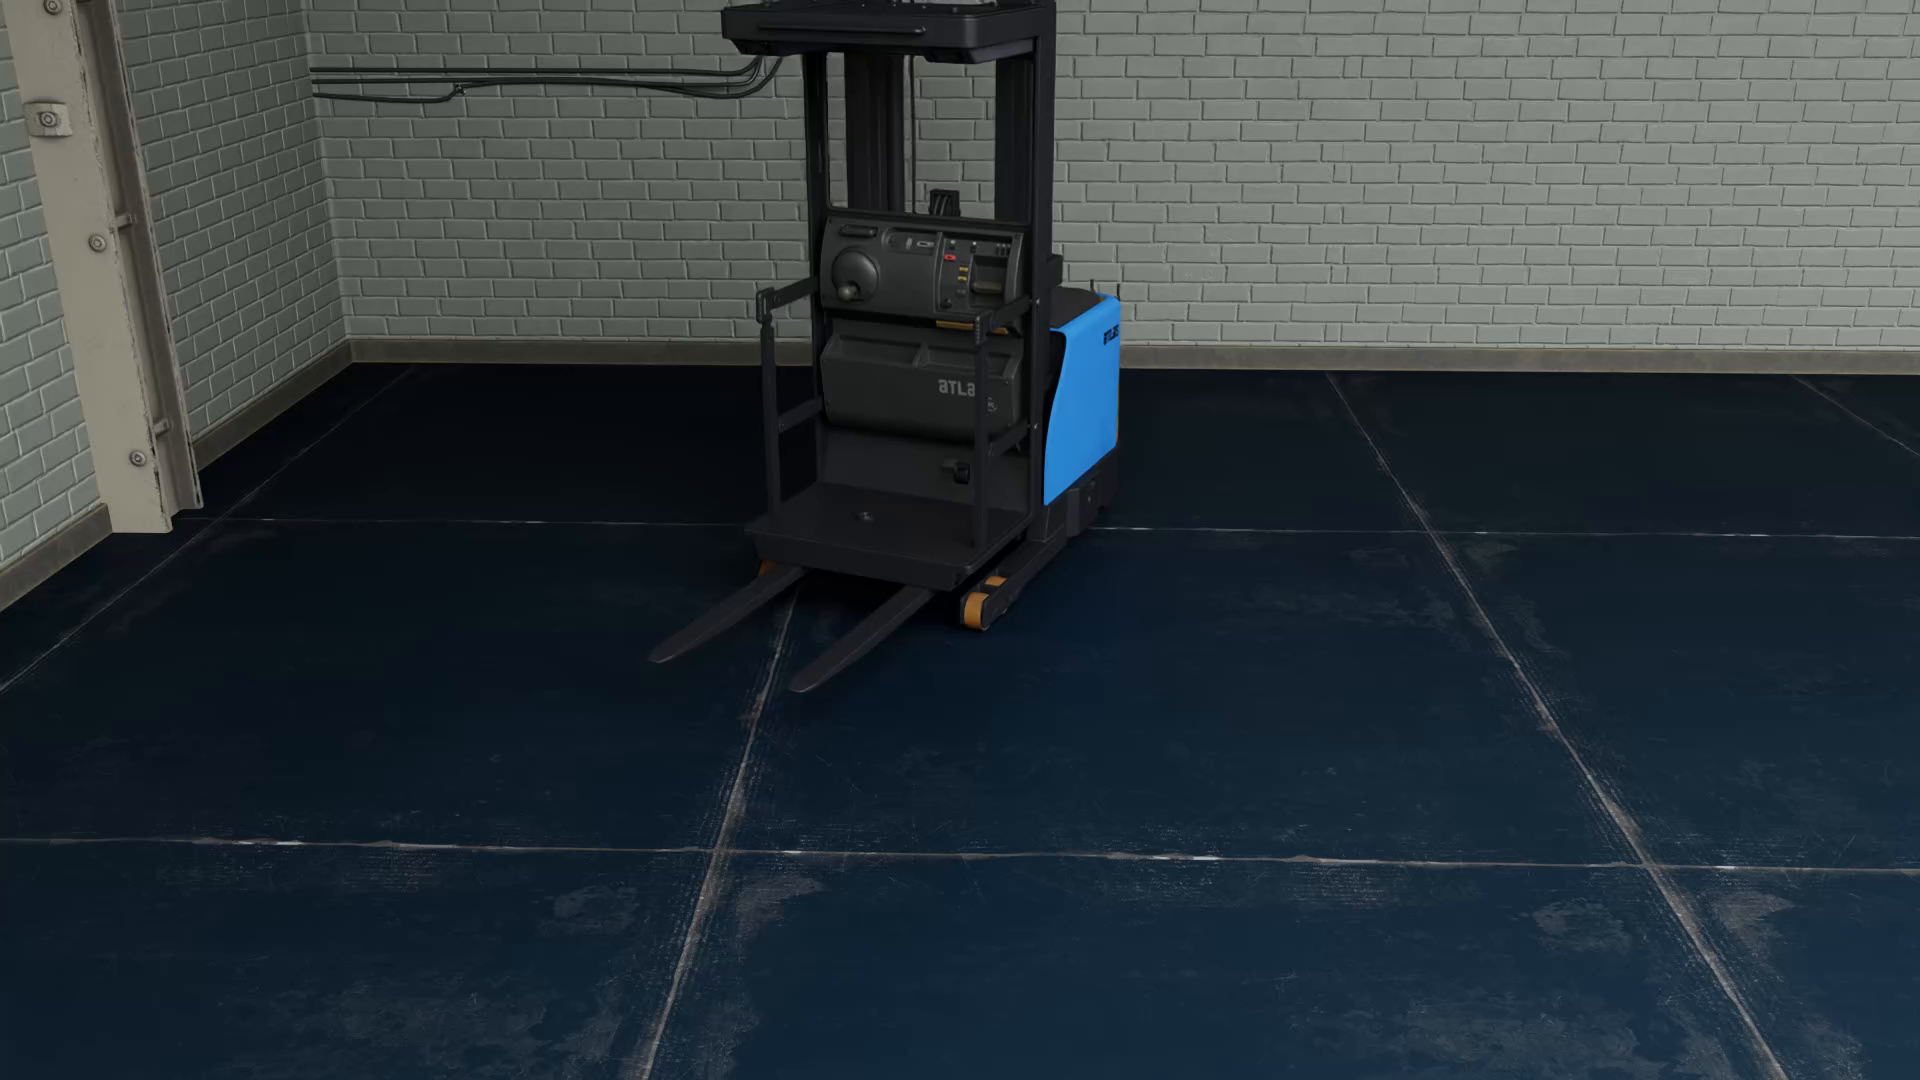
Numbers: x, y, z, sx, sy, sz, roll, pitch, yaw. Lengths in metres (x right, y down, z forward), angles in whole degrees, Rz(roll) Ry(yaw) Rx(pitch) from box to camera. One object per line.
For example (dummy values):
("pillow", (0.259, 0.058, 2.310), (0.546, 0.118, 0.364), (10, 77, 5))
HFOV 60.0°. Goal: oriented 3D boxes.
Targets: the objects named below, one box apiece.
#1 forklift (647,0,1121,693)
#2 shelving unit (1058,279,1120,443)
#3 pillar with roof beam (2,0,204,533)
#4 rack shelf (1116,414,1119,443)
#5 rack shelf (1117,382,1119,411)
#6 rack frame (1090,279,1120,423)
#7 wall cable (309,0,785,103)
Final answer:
("forklift", (-0.258, -1.158, 6.962), (1.130, 2.935, 3.031), (9, 23, 22))
("shelving unit", (0.667, -0.804, 8.640), (0.252, 1.050, 0.215), (-19, 26, -40))
("pillar with roof beam", (0.287, -4.256, 6.558), (9.100, 9.000, 0.400), (1, 21, 2))
("rack shelf", (0.673, -0.533, 8.737), (0.240, 0.259, 0.215), (-19, 26, -40))
("rack shelf", (0.667, -0.794, 8.643), (0.240, 0.259, 0.215), (-19, 26, -40))
("rack frame", (0.756, -0.834, 8.717), (0.008, 1.050, 0.200), (-19, 26, -40))
("wall cable", (-2.605, -3.906, 9.949), (3.097, 2.526, 0.112), (1, 21, 2))
